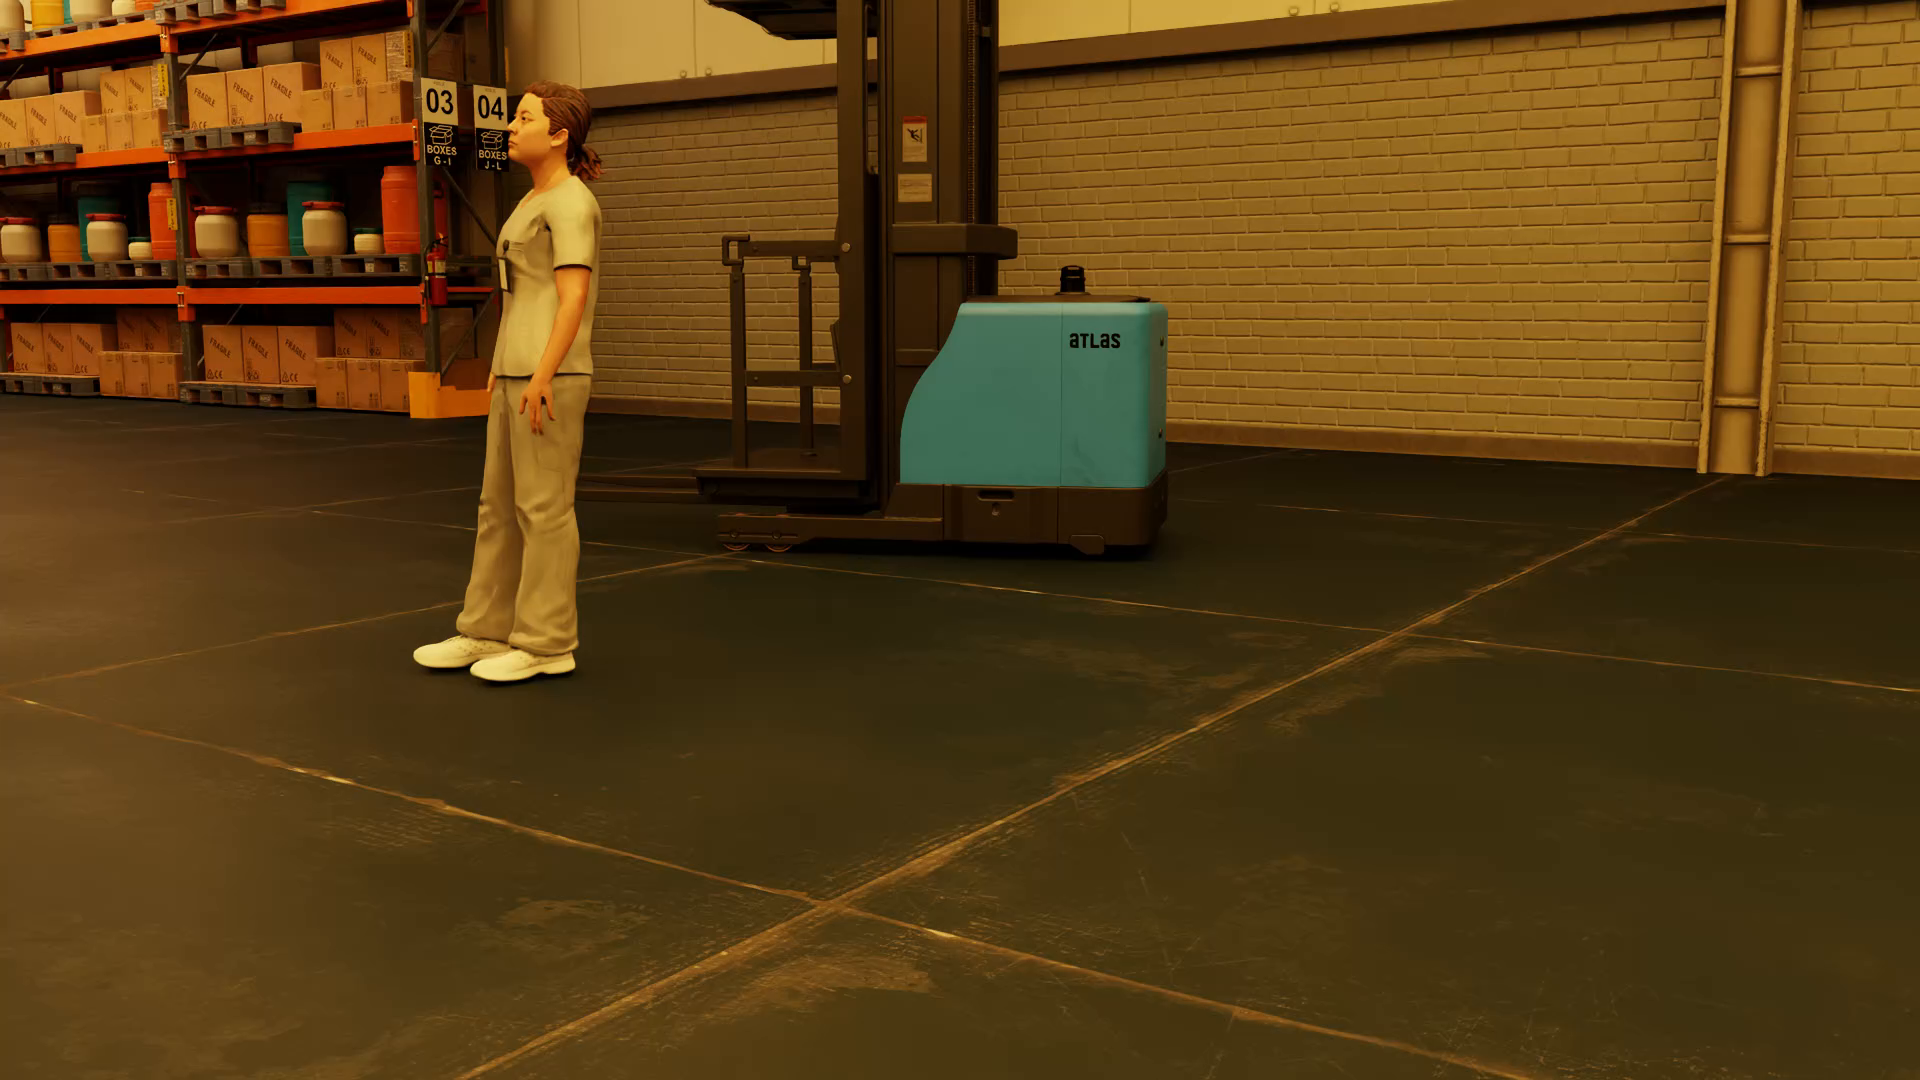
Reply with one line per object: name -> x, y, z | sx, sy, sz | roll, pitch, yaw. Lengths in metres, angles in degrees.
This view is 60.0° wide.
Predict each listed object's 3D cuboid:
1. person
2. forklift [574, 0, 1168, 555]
person -> -1.256, -0.419, 4.689 | 0.550, 1.636, 0.546 | -4, 9, -26
forklift -> -0.596, -1.469, 7.520 | 3.031, 2.935, 1.130 | 2, 8, 12
